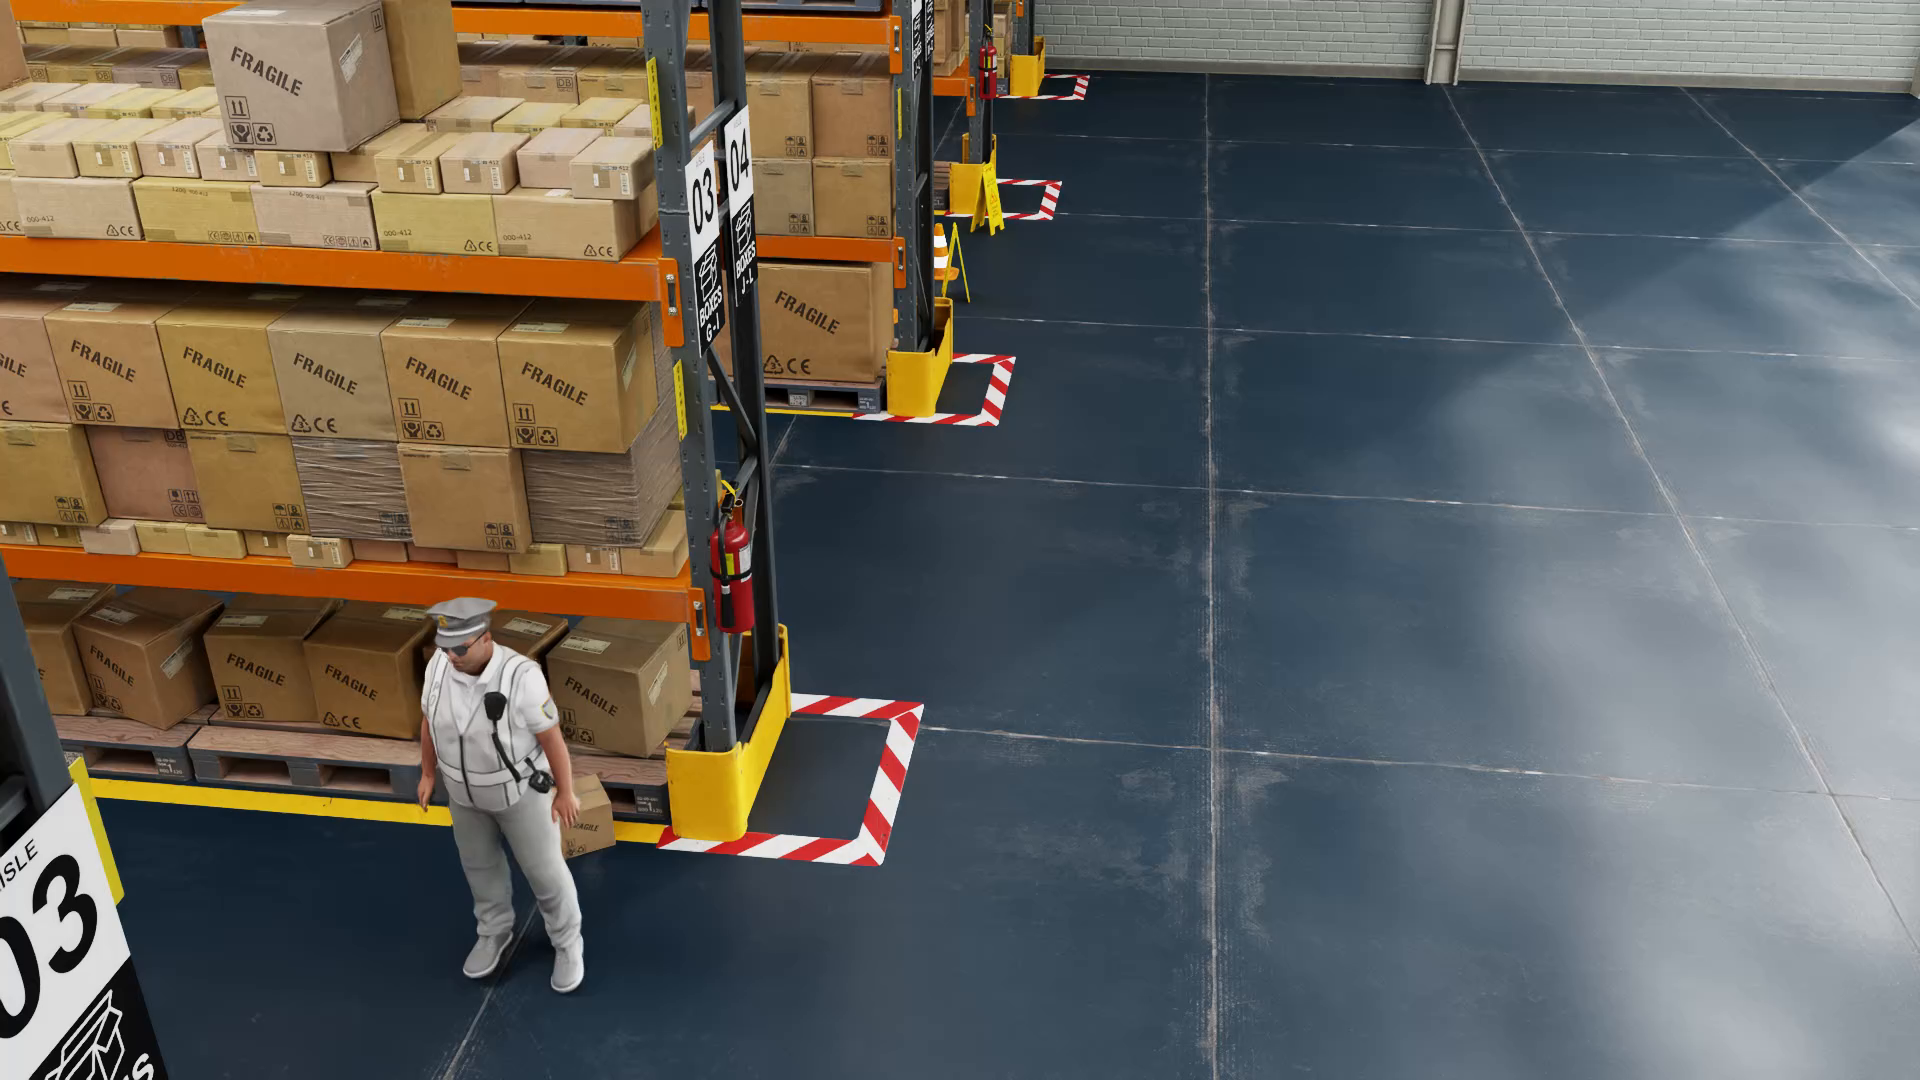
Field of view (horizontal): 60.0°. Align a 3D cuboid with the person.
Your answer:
[{"bbox_3d":[-1.885,0.999,6.701,0.684,1.760,0.461,8,29,15],"label":"person"}]
